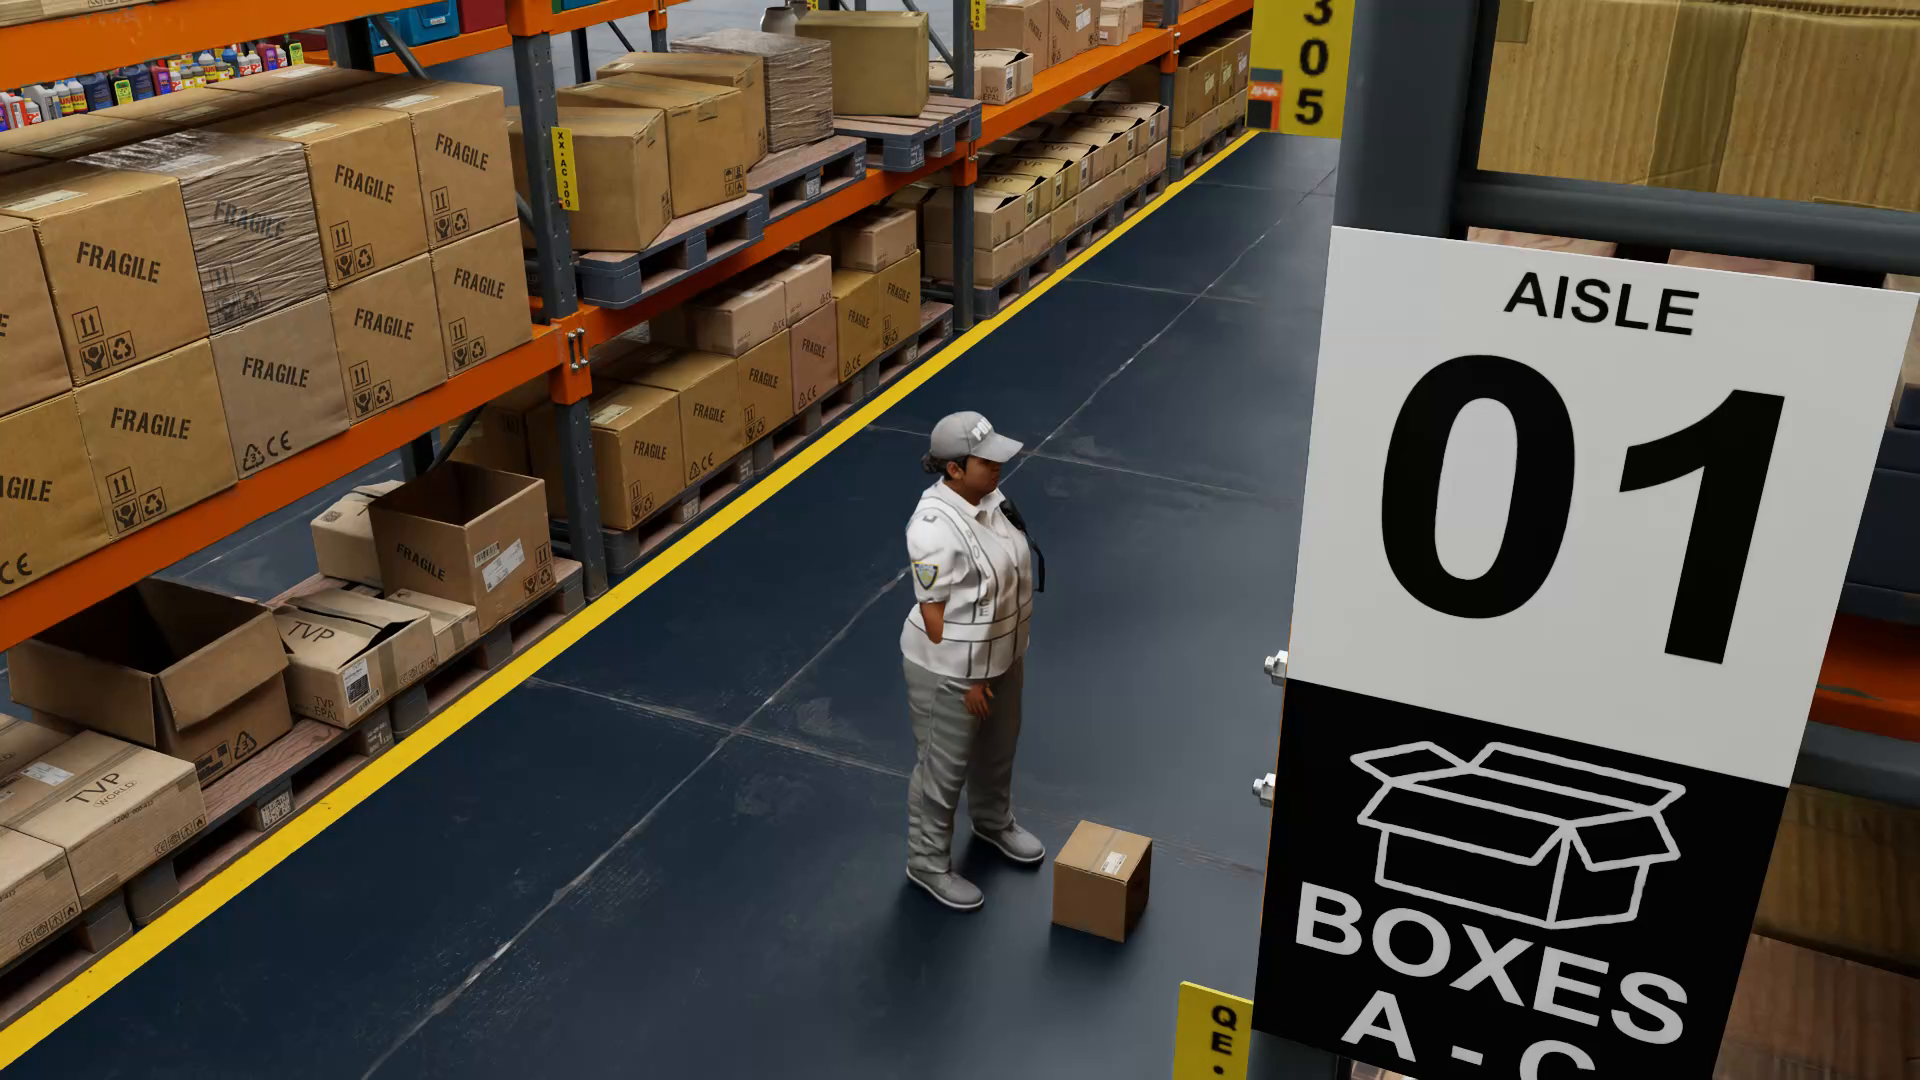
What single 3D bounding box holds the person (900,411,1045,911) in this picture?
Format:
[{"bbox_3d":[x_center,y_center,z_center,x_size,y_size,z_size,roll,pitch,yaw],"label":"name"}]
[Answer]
[{"bbox_3d":[0.040,0.376,5.324,0.397,1.672,0.482,14,30,27],"label":"person"}]
